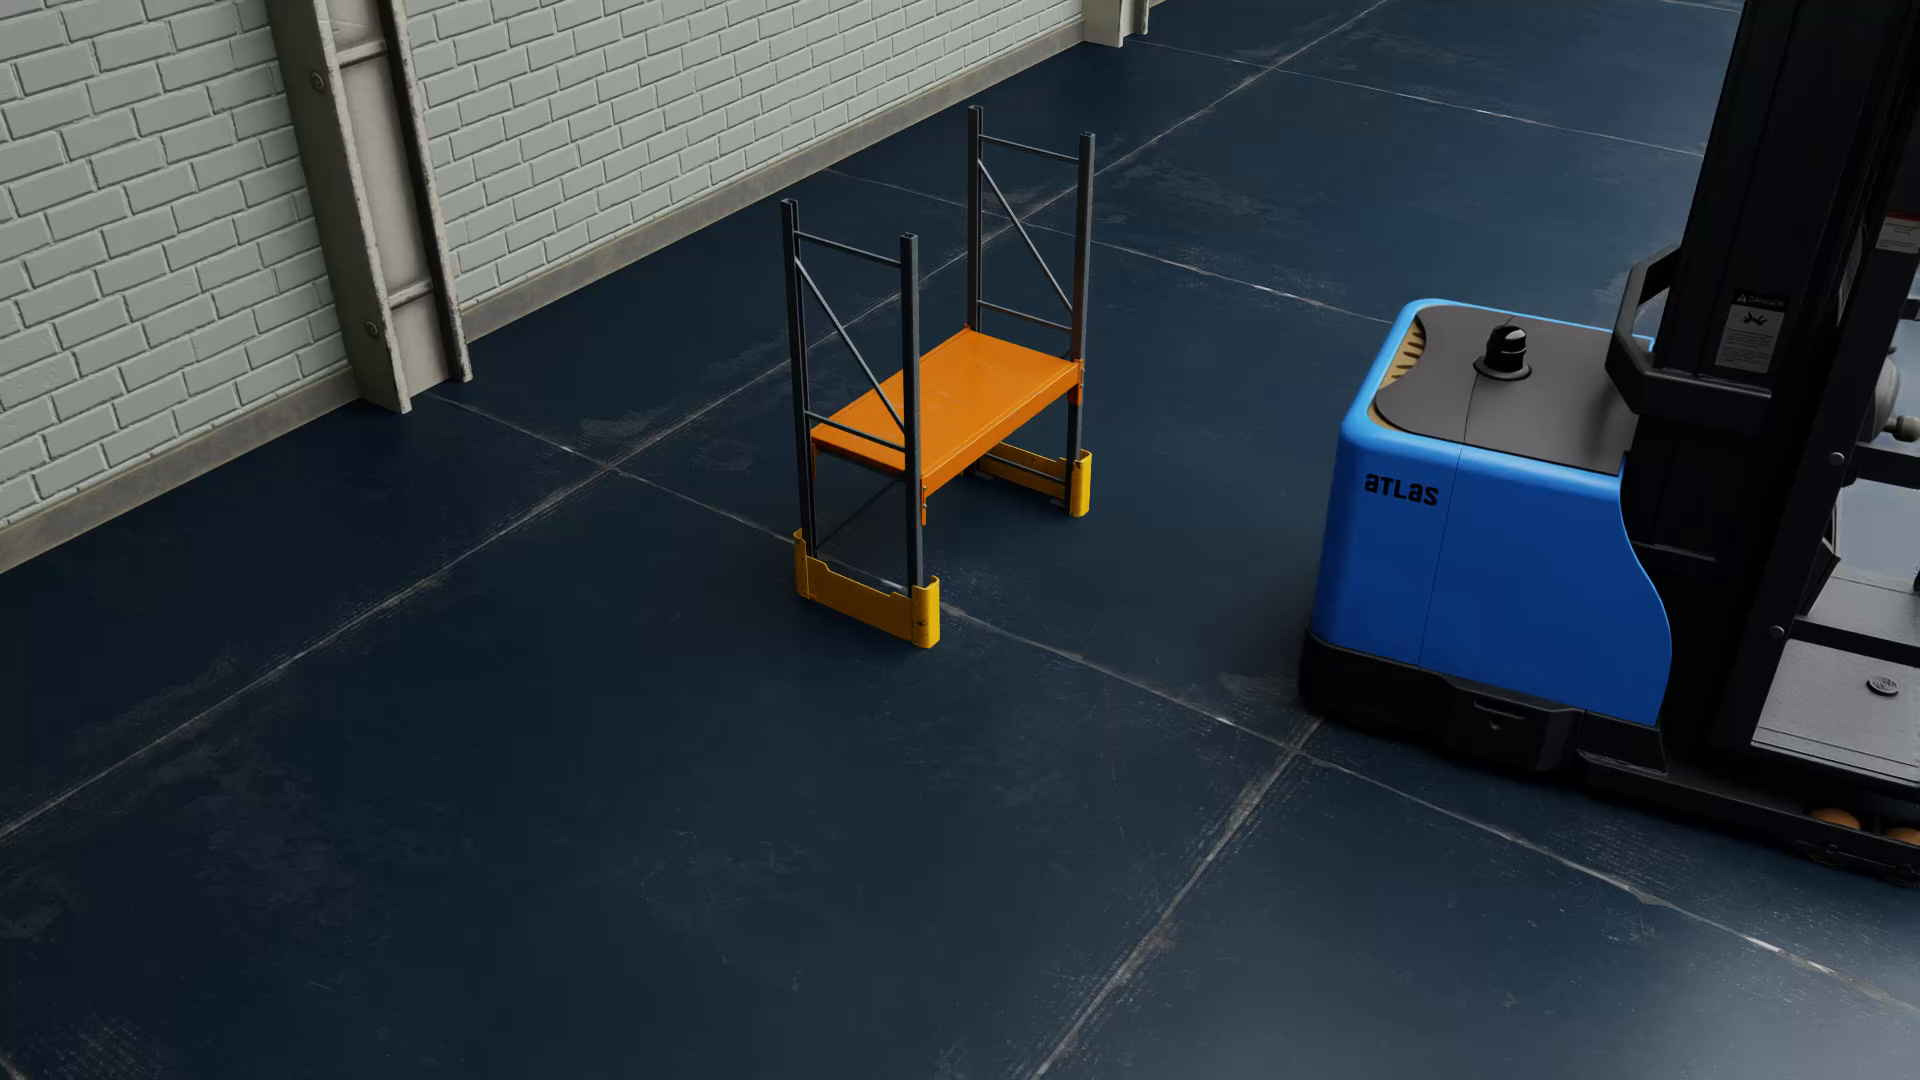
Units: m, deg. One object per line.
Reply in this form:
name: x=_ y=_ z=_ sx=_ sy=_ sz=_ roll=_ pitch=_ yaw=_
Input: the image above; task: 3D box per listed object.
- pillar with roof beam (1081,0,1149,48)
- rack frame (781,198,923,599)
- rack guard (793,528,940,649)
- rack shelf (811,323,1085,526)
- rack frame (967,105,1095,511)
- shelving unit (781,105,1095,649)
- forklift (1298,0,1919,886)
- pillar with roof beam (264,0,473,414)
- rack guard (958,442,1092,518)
pillar with roof beam: x=4.584 y=-5.784 z=6.770 sx=9.100 sy=9.000 sz=0.400 roll=21 pitch=39 yaw=28
rack frame: x=-0.339 y=-0.348 z=5.426 sx=0.500 sy=1.500 sz=0.032 roll=21 pitch=39 yaw=28
rack guard: x=-0.327 y=0.161 z=5.789 sx=0.587 sy=0.250 sz=0.087 roll=21 pitch=39 yaw=28
rack shelf: x=-0.049 y=-0.433 z=5.873 sx=0.538 sy=0.185 sz=1.000 roll=21 pitch=39 yaw=28
rack frame: x=0.241 y=-0.816 z=6.118 sx=0.500 sy=1.500 sz=0.032 roll=21 pitch=39 yaw=28
shelving unit: x=-0.043 y=-0.586 z=5.778 sx=0.587 sy=1.500 sz=1.083 roll=21 pitch=39 yaw=28
forklift: x=2.662 y=-0.562 z=4.465 sx=3.031 sy=2.935 sz=1.130 roll=14 pitch=37 yaw=20
pillar with roof beam: x=1.163 y=-3.023 z=2.687 sx=9.100 sy=9.000 sz=0.400 roll=21 pitch=39 yaw=28
rack guard: x=0.240 y=-0.298 z=6.467 sx=0.587 sy=0.250 sz=0.087 roll=21 pitch=39 yaw=28
